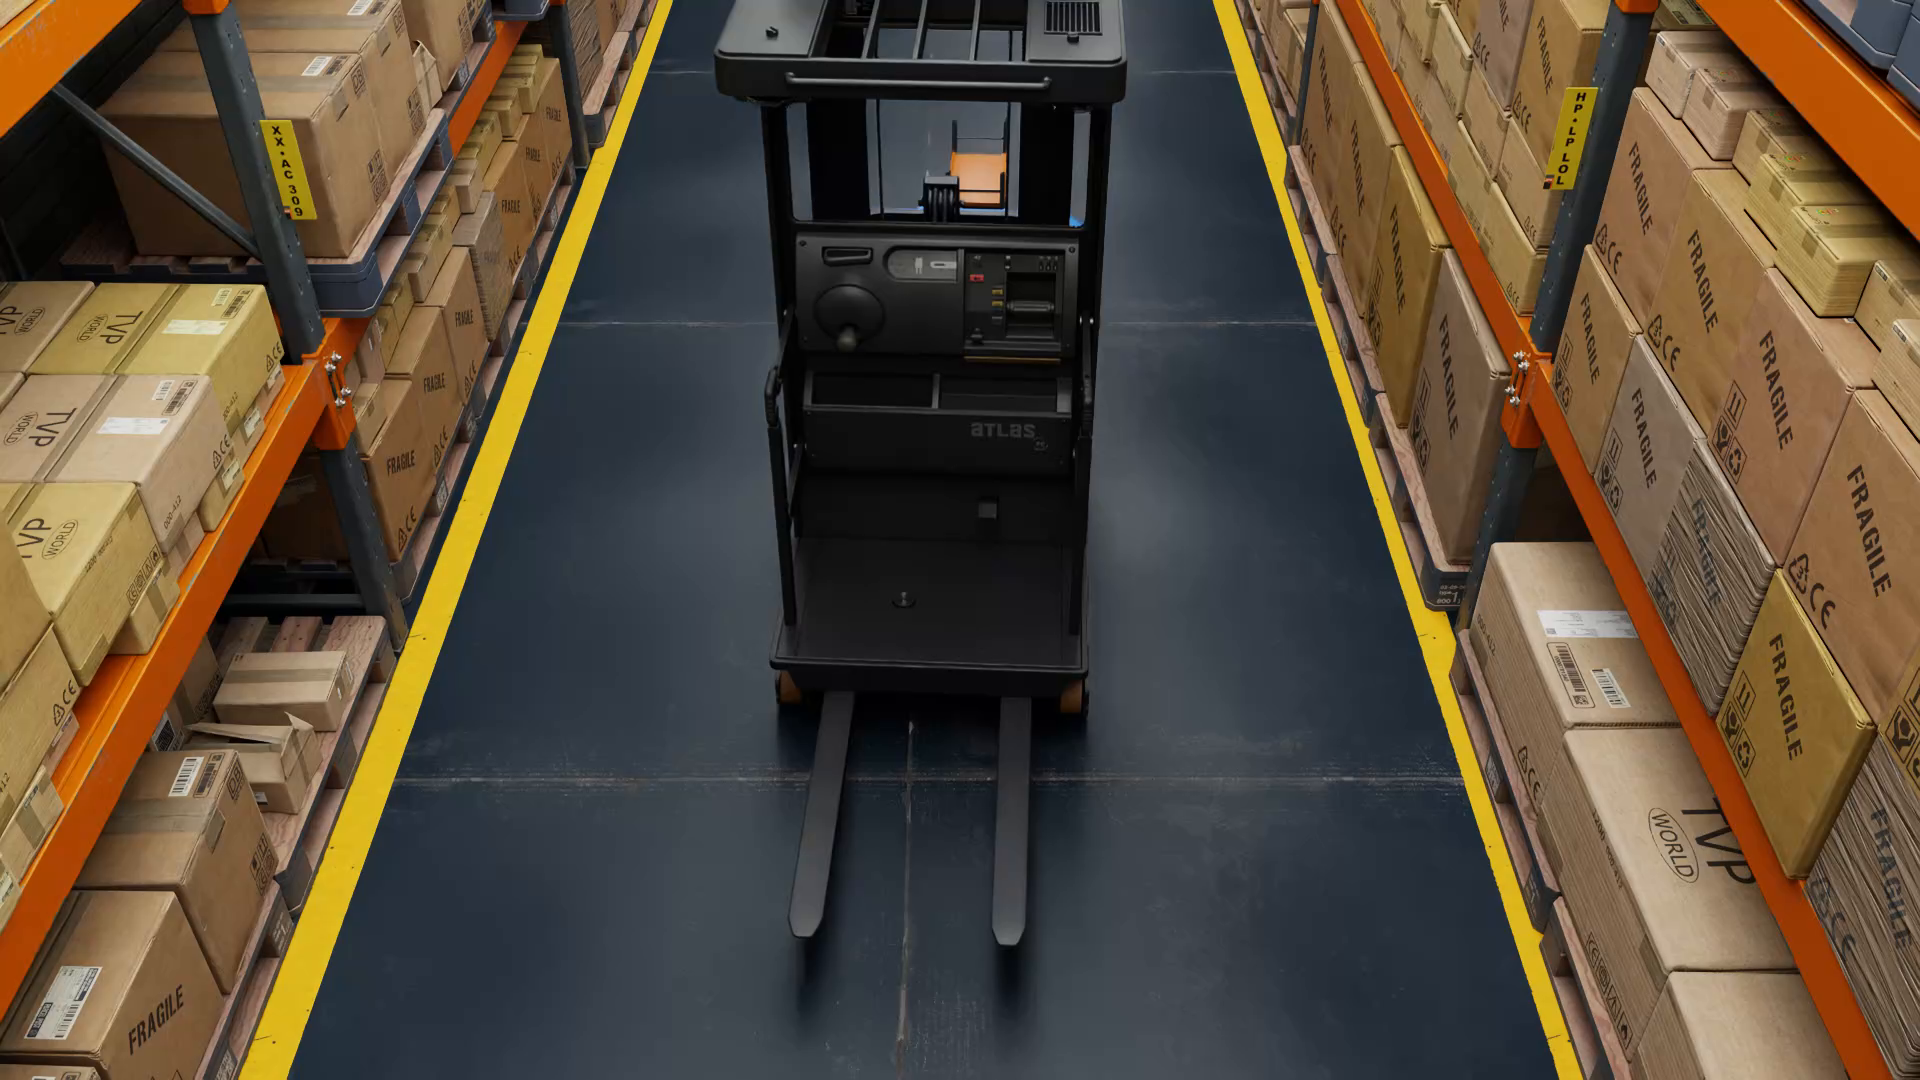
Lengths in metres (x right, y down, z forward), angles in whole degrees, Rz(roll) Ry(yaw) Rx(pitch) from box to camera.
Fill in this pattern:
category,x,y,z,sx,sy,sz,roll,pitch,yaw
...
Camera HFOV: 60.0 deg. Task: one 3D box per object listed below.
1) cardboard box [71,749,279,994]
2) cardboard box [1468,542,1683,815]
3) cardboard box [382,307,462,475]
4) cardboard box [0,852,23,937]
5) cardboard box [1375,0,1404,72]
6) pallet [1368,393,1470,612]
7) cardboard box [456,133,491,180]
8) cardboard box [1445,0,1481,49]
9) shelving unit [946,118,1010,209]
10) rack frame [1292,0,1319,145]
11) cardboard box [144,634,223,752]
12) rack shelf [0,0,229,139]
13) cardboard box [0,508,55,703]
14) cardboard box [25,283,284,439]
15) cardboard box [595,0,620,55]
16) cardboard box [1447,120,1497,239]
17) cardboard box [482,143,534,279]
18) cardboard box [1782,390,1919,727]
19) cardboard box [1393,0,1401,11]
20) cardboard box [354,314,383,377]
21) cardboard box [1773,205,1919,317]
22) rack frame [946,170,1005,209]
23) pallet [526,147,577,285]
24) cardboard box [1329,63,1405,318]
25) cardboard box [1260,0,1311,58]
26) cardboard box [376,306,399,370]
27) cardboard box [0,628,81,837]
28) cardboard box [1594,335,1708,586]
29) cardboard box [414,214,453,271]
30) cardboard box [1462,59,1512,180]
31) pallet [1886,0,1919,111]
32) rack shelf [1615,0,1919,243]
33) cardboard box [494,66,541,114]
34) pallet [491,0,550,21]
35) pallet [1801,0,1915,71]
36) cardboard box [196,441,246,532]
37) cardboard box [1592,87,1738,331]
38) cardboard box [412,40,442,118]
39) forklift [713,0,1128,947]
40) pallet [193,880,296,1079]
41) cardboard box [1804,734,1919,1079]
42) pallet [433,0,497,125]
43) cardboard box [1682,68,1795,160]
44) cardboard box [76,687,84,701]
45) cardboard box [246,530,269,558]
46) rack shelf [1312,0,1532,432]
category,x,y,z,sx,sy,sz,roll,pitch,yaw
cardboard box,-2.453,0.966,4.809,0.700,0.500,0.500,-1,39,-2
cardboard box,2.268,0.442,5.513,0.875,0.438,0.875,-1,39,-1
cardboard box,-2.375,-0.605,6.769,0.500,0.500,0.500,-1,39,-1
cardboard box,-2.262,0.807,3.545,0.380,0.149,0.250,-1,39,-1
cardboard box,2.132,-2.274,7.309,0.500,0.250,0.500,1,39,1
pallet,2.299,-0.181,6.807,1.003,0.211,1.213,0,39,0
cardboard box,-2.396,-1.759,7.690,0.380,0.149,0.250,-1,39,-1
cardboard box,2.134,-2.136,6.137,0.500,0.500,0.500,1,39,1
shelving unit,0.075,-1.164,7.243,0.258,1.200,0.503,2,39,2
rack frame,2.370,-3.288,8.455,1.000,3.000,0.127,0,39,0
cardboard box,-2.824,0.518,5.520,0.500,0.311,0.500,1,39,2
rack shelf,-2.586,-0.420,3.052,1.077,0.370,4.000,0,39,0
cardboard box,-2.317,0.148,3.449,0.500,0.500,0.500,1,39,1
cardboard box,-2.344,-0.520,4.882,0.500,0.250,0.500,1,39,1
cardboard box,-2.589,-3.318,10.055,0.875,0.625,0.625,1,39,1
cardboard box,2.123,-1.327,6.127,0.500,0.250,0.500,-1,39,-1
cardboard box,-2.385,-1.566,7.969,0.500,0.500,0.500,2,39,2
cardboard box,2.115,0.034,3.430,0.500,0.500,0.500,0,39,0
cardboard box,2.112,-2.473,7.157,0.500,0.250,0.500,0,39,0
cardboard box,-2.371,-0.725,6.163,0.380,0.149,0.250,-2,39,-2
cardboard box,2.085,-0.630,3.739,0.380,0.149,0.250,-1,39,-1
rack frame,0.062,-1.012,7.053,0.240,1.200,0.015,2,39,2
pallet,-2.630,-1.727,8.737,1.003,0.211,1.213,0,39,0
cardboard box,2.285,-1.633,7.753,0.875,0.875,0.875,0,39,1
cardboard box,2.371,-3.241,10.162,0.950,0.372,0.625,-1,39,-1
cardboard box,-2.412,-0.781,6.470,0.380,0.149,0.250,-2,39,-2
cardboard box,-2.342,0.427,3.701,0.500,0.250,0.500,-1,39,-1
cardboard box,2.110,-0.217,4.543,0.500,0.500,0.500,0,39,0
cardboard box,-2.387,-1.263,7.072,0.380,0.149,0.250,1,39,2
cardboard box,2.123,-1.511,5.958,0.500,0.250,0.500,1,39,1
pallet,2.364,-0.650,2.835,1.003,0.211,1.213,0,39,0
rack shelf,2.377,-0.426,3.059,1.077,0.370,4.000,0,39,0
cardboard box,-2.308,-2.244,8.297,0.380,0.149,0.250,-2,39,-2
pallet,-2.522,-2.784,7.978,1.213,0.211,1.003,0,39,0
pallet,2.365,-1.411,3.784,1.003,0.211,1.213,0,39,0
cardboard box,-2.289,-0.158,4.750,0.380,0.149,0.250,1,39,1
cardboard box,2.133,-0.918,4.617,0.500,0.500,0.500,0,39,0
cardboard box,-2.207,-1.761,6.321,0.396,0.266,0.258,2,39,2
forklift,-0.085,-0.730,5.318,1.130,2.935,3.031,2,39,2
pallet,-2.585,1.502,4.708,1.003,0.211,1.213,0,39,0
cardboard box,2.118,0.739,3.350,0.500,0.500,0.500,1,39,1
pallet,-2.586,-1.991,6.990,1.003,0.211,1.213,0,39,0
cardboard box,2.132,-1.111,4.340,0.380,0.149,0.250,1,39,1
cardboard box,-2.399,0.327,4.144,0.380,0.149,0.250,0,39,1
cardboard box,-2.885,-0.276,6.359,0.500,0.500,0.500,0,39,0
rack shelf,2.373,-1.757,7.119,1.077,0.370,4.000,0,39,0
